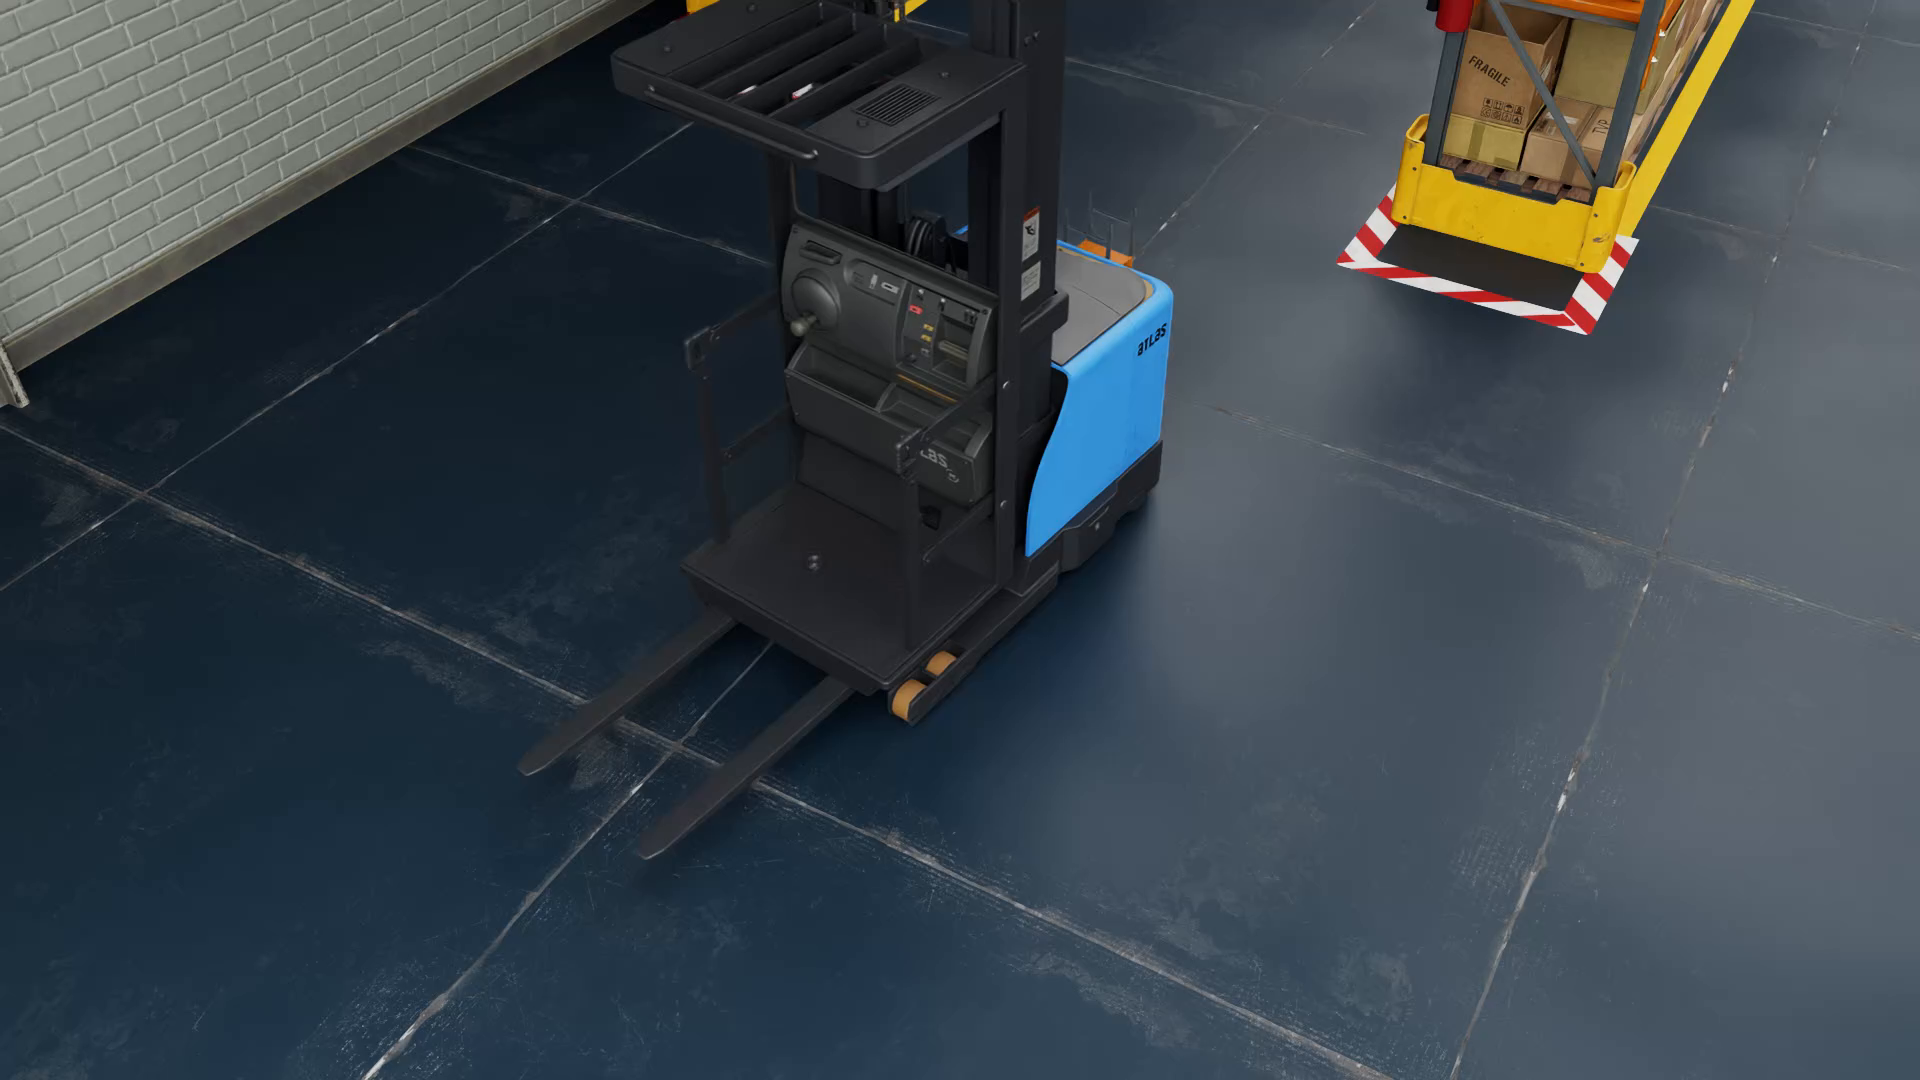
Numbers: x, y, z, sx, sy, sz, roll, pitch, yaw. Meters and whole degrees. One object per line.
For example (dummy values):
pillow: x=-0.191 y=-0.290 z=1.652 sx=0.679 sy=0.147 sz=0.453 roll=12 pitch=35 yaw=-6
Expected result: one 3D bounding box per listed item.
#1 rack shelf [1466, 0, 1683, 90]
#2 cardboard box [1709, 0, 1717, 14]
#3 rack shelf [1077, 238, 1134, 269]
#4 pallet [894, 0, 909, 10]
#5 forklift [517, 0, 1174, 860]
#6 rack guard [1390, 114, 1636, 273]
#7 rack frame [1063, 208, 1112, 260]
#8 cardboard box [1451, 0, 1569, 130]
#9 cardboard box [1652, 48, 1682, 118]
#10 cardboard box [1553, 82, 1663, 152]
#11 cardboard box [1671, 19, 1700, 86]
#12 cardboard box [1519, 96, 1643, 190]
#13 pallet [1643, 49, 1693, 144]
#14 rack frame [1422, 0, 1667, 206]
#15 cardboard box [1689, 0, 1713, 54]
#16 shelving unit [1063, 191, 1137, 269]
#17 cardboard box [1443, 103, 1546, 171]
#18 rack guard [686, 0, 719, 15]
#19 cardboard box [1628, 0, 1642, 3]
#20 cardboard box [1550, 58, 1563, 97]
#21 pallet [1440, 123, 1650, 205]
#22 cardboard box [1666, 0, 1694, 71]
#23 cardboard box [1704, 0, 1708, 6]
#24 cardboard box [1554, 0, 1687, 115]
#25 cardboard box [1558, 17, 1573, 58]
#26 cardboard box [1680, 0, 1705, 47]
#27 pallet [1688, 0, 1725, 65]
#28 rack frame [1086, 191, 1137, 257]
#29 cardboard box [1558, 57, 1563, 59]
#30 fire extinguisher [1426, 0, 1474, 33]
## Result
rack shelf: x=3.989 y=-3.711 z=9.738 sx=1.077 sy=0.370 sz=4.000 roll=21 pitch=45 yaw=22
cardboard box: x=4.688 y=-3.630 z=10.865 sx=0.500 sy=0.250 sz=0.500 roll=21 pitch=45 yaw=22
rack shelf: x=0.594 y=-1.190 z=7.216 sx=0.258 sy=0.103 sz=0.180 roll=27 pitch=48 yaw=27
pallet: x=-0.827 y=-3.923 z=11.545 sx=1.003 sy=0.211 sz=1.213 roll=21 pitch=45 yaw=22
forklift: x=-0.405 y=-0.767 z=5.903 sx=1.130 sy=2.935 sz=3.031 roll=27 pitch=48 yaw=27
rack guard: x=2.976 y=-1.884 z=9.012 sx=1.175 sy=0.500 sz=0.348 roll=21 pitch=45 yaw=22
rack frame: x=0.538 y=-0.905 z=7.370 sx=0.240 sy=1.200 sz=0.006 roll=27 pitch=48 yaw=27
cardboard box: x=2.999 y=-2.649 z=9.183 sx=0.500 sy=0.500 sz=0.500 roll=21 pitch=45 yaw=22
cardboard box: x=3.947 y=-2.768 z=9.887 sx=0.500 sy=0.250 sz=0.500 roll=21 pitch=45 yaw=22
cardboard box: x=3.696 y=-2.483 z=9.562 sx=0.500 sy=0.250 sz=0.500 roll=21 pitch=45 yaw=22
cardboard box: x=4.201 y=-3.053 z=10.210 sx=0.500 sy=0.250 sz=0.500 roll=21 pitch=45 yaw=22
cardboard box: x=3.449 y=-2.195 z=9.236 sx=0.500 sy=0.250 sz=0.500 roll=21 pitch=45 yaw=22
pallet: x=3.946 y=-2.937 z=10.425 sx=1.003 sy=0.211 sz=1.213 roll=21 pitch=45 yaw=22
rack frame: x=2.988 y=-2.836 z=8.201 sx=1.000 sy=3.000 sz=0.127 roll=21 pitch=45 yaw=22
cardboard box: x=4.451 y=-3.339 z=10.535 sx=0.500 sy=0.250 sz=0.500 roll=21 pitch=45 yaw=22
shelving unit: x=0.594 y=-0.953 z=7.424 sx=0.258 sy=1.200 sz=0.189 roll=27 pitch=48 yaw=27
cardboard box: x=3.001 y=-2.366 z=9.430 sx=0.500 sy=0.250 sz=0.500 roll=21 pitch=45 yaw=22
rack guard: x=-1.265 y=-3.578 z=10.934 sx=1.175 sy=0.500 sz=0.348 roll=21 pitch=45 yaw=22
cardboard box: x=3.233 y=-3.137 z=8.467 sx=0.700 sy=0.500 sz=0.500 roll=21 pitch=45 yaw=22
cardboard box: x=3.240 y=-2.657 z=9.760 sx=0.500 sy=0.250 sz=0.500 roll=21 pitch=45 yaw=22
pallet: x=3.335 y=-2.241 z=9.635 sx=1.003 sy=0.211 sz=1.213 roll=21 pitch=45 yaw=22
cardboard box: x=3.937 y=-3.054 z=9.643 sx=0.500 sy=0.500 sz=0.500 roll=21 pitch=45 yaw=22
cardboard box: x=4.440 y=-3.625 z=10.292 sx=0.500 sy=0.500 sz=0.500 roll=21 pitch=45 yaw=22
cardboard box: x=3.698 y=-2.763 z=9.314 sx=0.500 sy=0.500 sz=0.500 roll=21 pitch=45 yaw=22
cardboard box: x=3.487 y=-3.226 z=9.839 sx=0.500 sy=0.500 sz=0.500 roll=21 pitch=45 yaw=22
cardboard box: x=4.202 y=-3.334 z=9.962 sx=0.500 sy=0.500 sz=0.500 roll=21 pitch=45 yaw=22
pallet: x=4.556 y=-3.637 z=11.221 sx=1.003 sy=0.211 sz=1.213 roll=21 pitch=45 yaw=22
rack frame: x=0.650 y=-1.001 z=7.479 sx=0.240 sy=1.200 sz=0.006 roll=27 pitch=48 yaw=27
cardboard box: x=3.489 y=-2.943 z=10.085 sx=0.500 sy=0.250 sz=0.500 roll=21 pitch=45 yaw=22
fire extinguisher: x=2.527 y=-2.893 z=8.324 sx=0.296 sy=0.674 sz=0.183 roll=21 pitch=45 yaw=22
